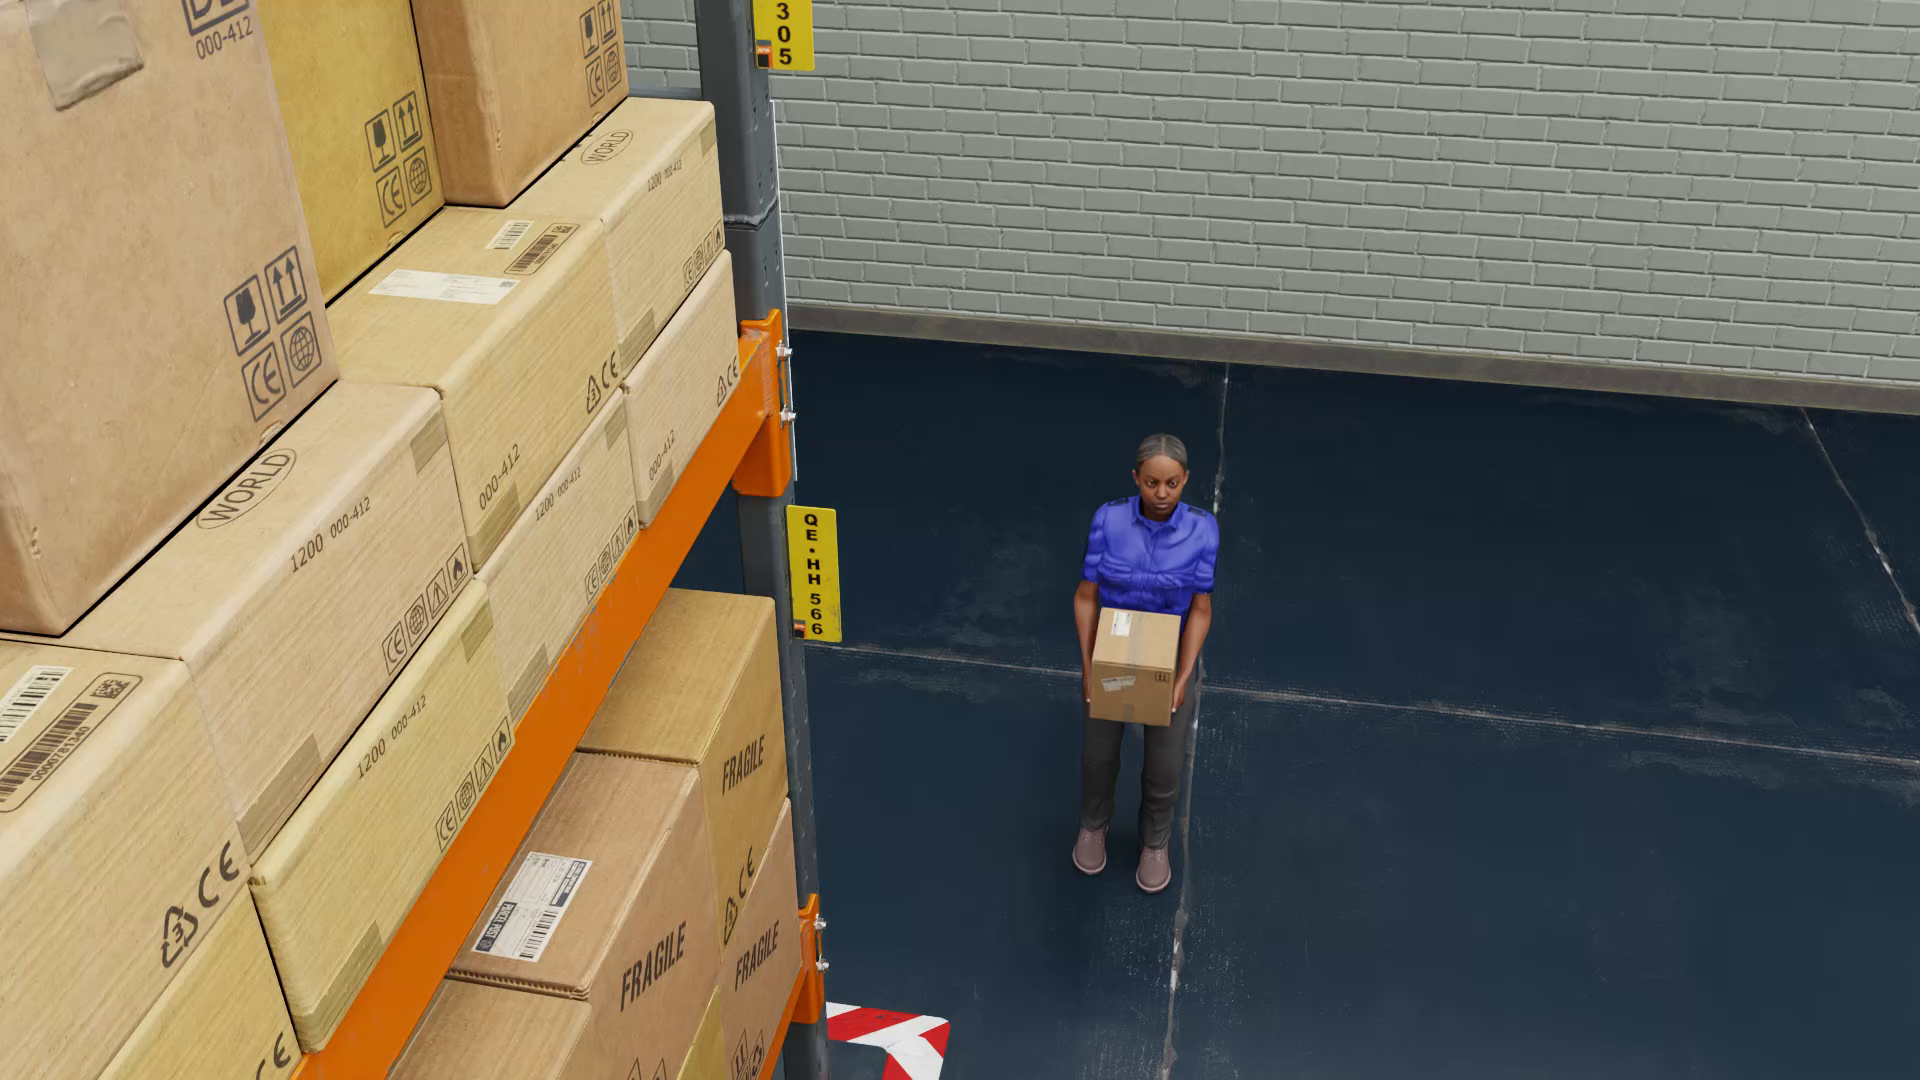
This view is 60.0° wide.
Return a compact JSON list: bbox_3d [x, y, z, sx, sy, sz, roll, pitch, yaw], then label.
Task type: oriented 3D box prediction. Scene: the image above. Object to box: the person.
[{"bbox_3d":[0.582,0.447,5.453,0.451,1.650,0.512,6,33,9],"label":"person"}]
